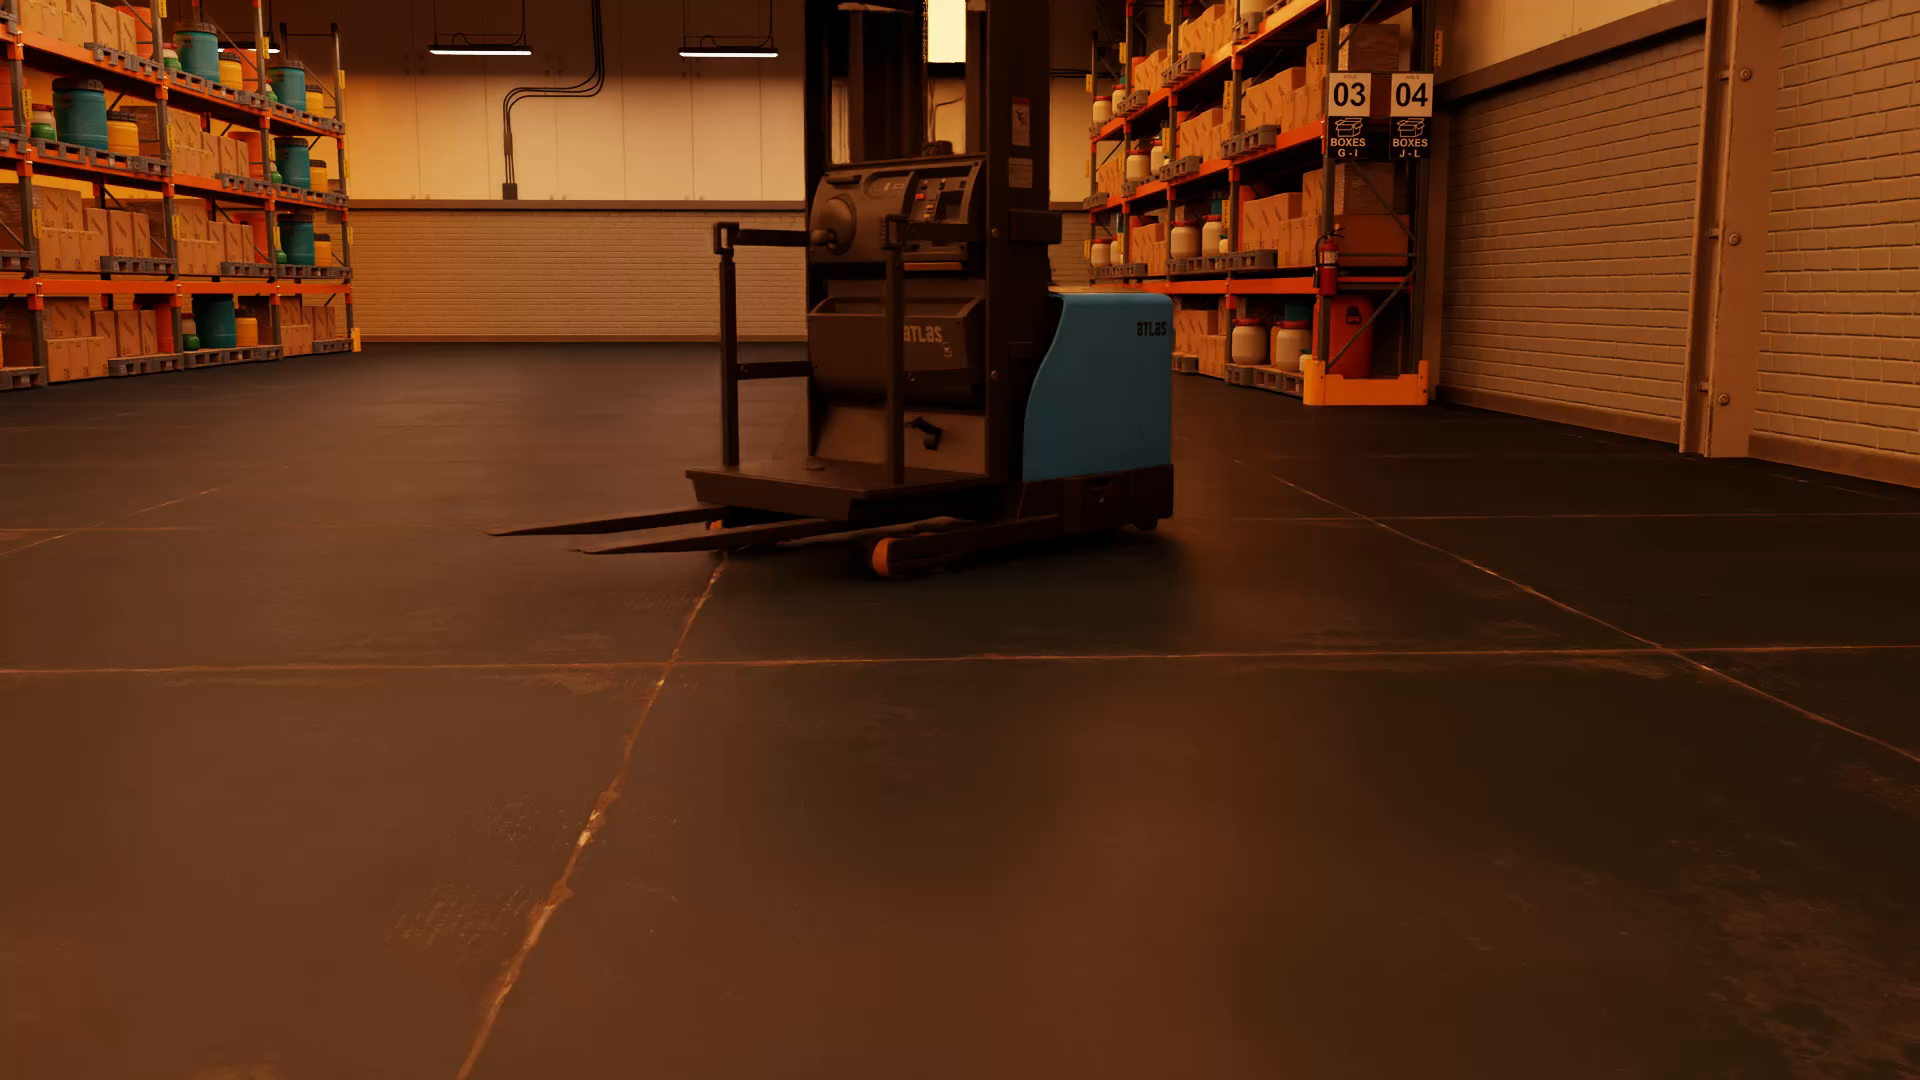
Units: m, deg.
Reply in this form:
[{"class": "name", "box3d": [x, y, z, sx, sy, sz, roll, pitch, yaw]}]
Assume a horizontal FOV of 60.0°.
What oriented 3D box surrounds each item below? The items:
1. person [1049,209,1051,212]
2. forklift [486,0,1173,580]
[{"class": "person", "box3d": [0.316, -1.150, 9.424, 0.397, 1.655, 0.519, 1, 8, 4]}, {"class": "forklift", "box3d": [-0.417, -1.382, 6.638, 1.130, 2.935, 3.031, 8, 12, 43]}]
